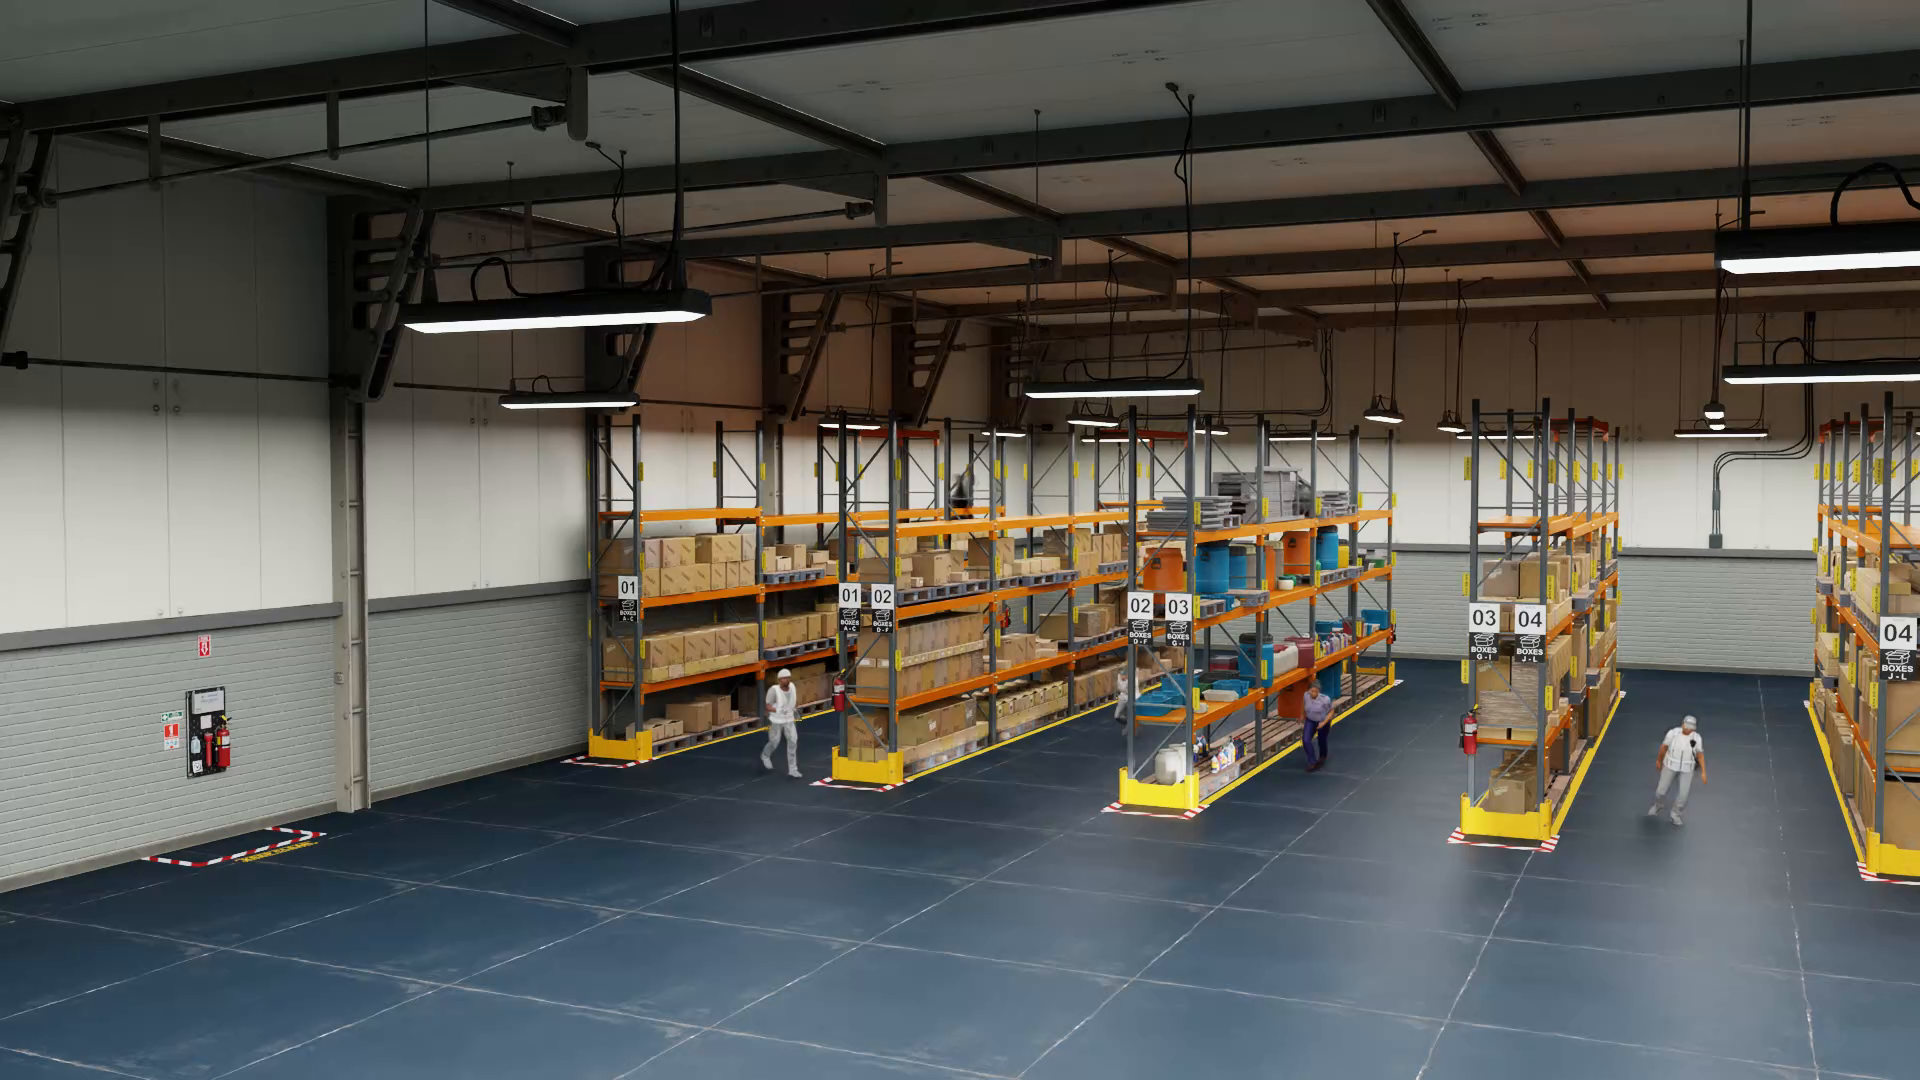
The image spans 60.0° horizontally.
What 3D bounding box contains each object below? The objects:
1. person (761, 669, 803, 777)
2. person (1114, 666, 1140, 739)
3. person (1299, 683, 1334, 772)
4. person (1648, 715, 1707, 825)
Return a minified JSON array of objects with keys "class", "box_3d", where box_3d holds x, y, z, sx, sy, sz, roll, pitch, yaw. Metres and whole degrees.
[{"class":"person","box_3d":[-2.952,2.978,27.309,0.663,1.755,1.040,-2,3,-34]},{"class":"person","box_3d":[3.099,3.012,30.739,0.620,1.423,0.946,2,3,33]},{"class":"person","box_3d":[6.027,3.098,27.937,0.622,1.470,1.057,1,3,28]},{"class":"person","box_3d":[10.146,3.238,23.503,0.742,1.580,0.685,1,2,19]}]
